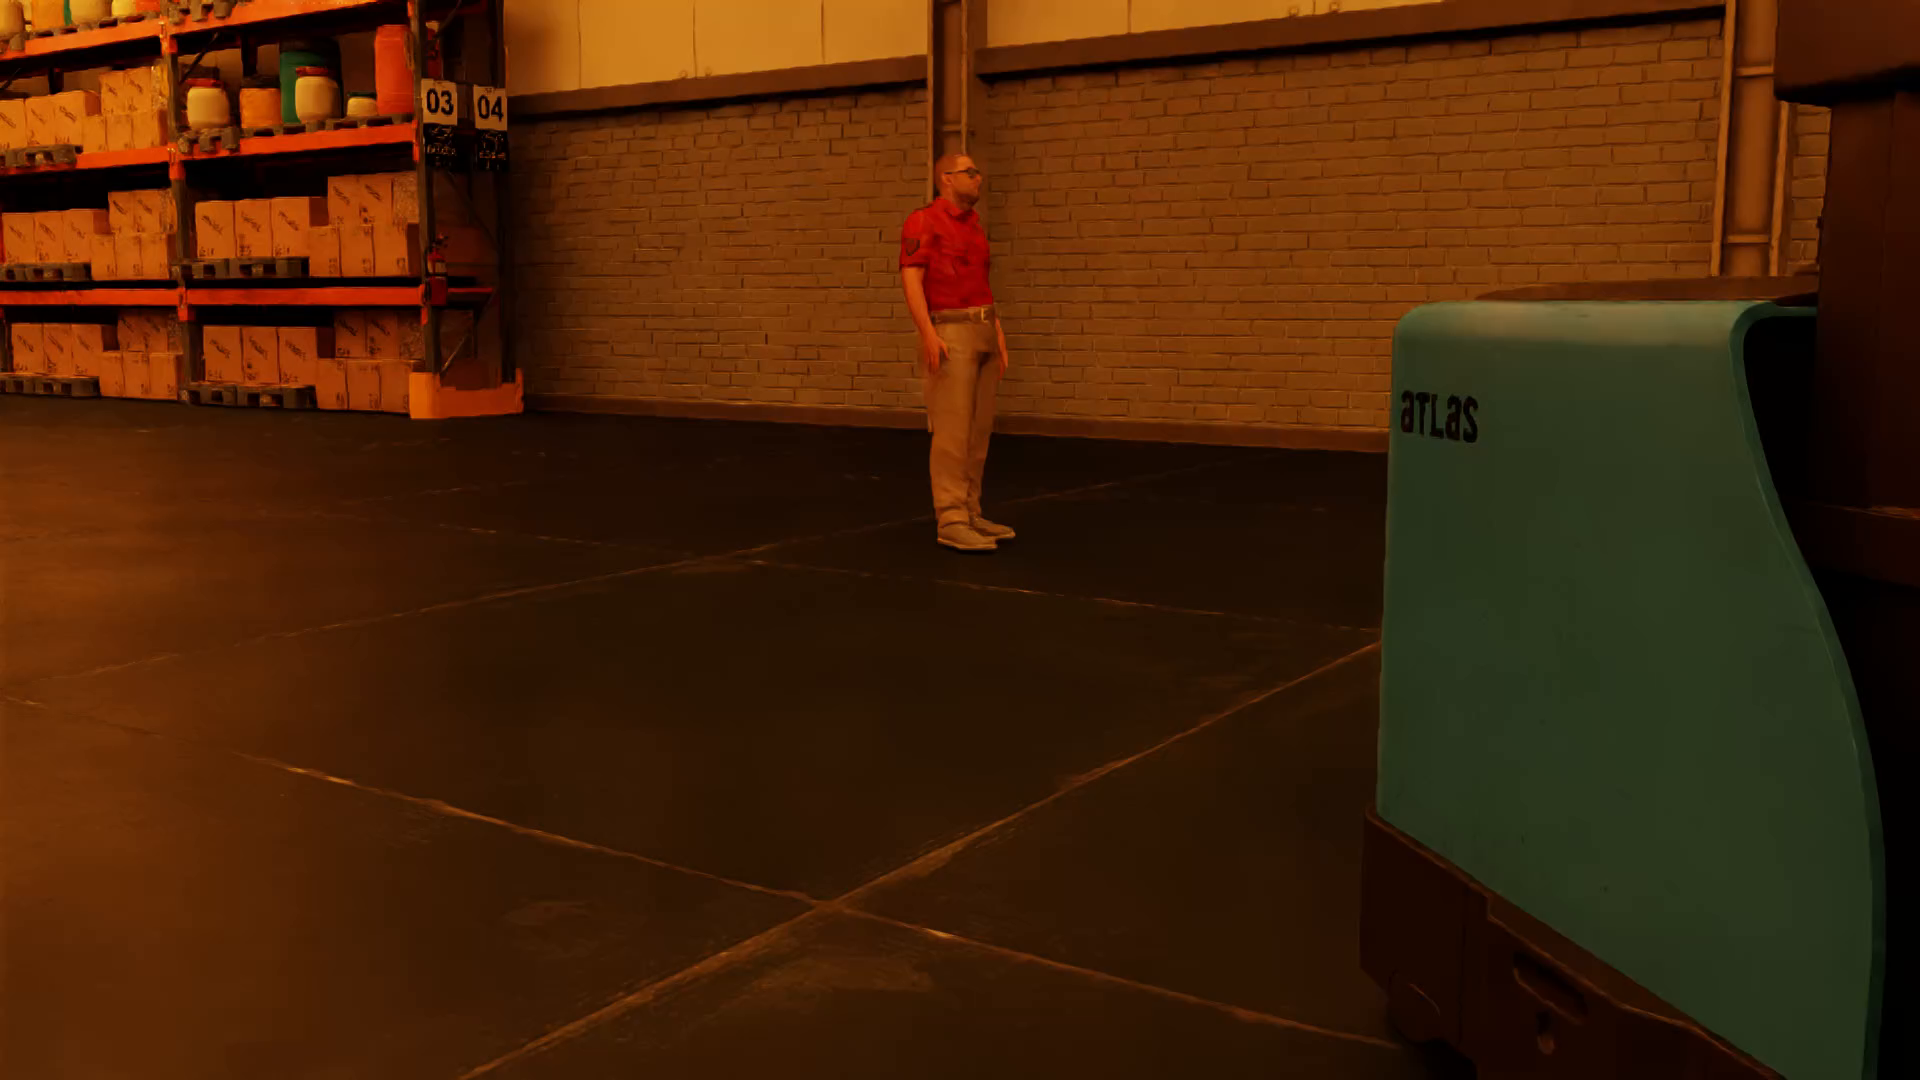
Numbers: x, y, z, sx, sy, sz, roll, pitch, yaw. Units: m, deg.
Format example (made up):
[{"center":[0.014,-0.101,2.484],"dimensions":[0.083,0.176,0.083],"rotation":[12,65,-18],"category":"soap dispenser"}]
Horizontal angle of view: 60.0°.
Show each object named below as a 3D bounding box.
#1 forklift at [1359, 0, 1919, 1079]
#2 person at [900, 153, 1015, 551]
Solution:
[{"center":[1.437,-0.551,1.064],"dimensions":[1.130,2.935,3.031],"rotation":[-2,8,-13],"category":"forklift"},{"center":[0.068,-0.855,7.421],"dimensions":[0.550,1.727,0.640],"rotation":[5,10,34],"category":"person"}]
